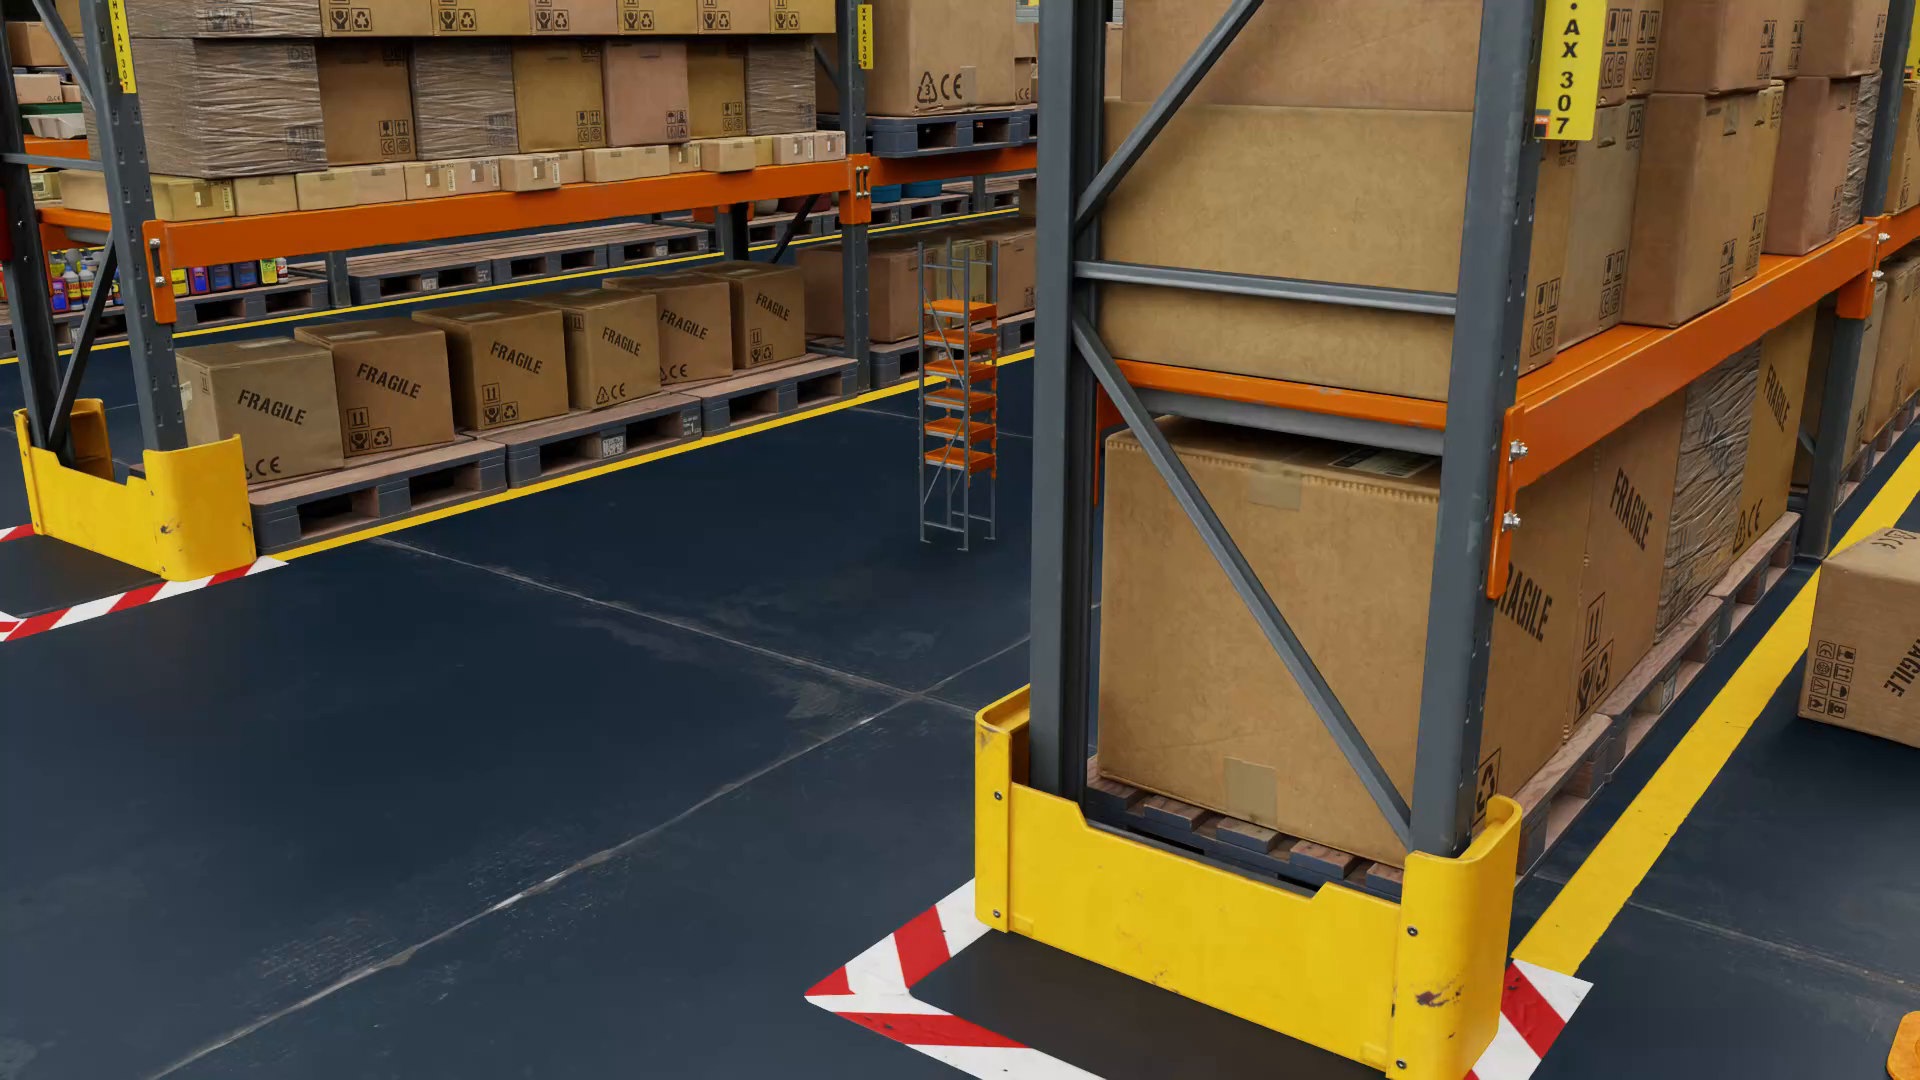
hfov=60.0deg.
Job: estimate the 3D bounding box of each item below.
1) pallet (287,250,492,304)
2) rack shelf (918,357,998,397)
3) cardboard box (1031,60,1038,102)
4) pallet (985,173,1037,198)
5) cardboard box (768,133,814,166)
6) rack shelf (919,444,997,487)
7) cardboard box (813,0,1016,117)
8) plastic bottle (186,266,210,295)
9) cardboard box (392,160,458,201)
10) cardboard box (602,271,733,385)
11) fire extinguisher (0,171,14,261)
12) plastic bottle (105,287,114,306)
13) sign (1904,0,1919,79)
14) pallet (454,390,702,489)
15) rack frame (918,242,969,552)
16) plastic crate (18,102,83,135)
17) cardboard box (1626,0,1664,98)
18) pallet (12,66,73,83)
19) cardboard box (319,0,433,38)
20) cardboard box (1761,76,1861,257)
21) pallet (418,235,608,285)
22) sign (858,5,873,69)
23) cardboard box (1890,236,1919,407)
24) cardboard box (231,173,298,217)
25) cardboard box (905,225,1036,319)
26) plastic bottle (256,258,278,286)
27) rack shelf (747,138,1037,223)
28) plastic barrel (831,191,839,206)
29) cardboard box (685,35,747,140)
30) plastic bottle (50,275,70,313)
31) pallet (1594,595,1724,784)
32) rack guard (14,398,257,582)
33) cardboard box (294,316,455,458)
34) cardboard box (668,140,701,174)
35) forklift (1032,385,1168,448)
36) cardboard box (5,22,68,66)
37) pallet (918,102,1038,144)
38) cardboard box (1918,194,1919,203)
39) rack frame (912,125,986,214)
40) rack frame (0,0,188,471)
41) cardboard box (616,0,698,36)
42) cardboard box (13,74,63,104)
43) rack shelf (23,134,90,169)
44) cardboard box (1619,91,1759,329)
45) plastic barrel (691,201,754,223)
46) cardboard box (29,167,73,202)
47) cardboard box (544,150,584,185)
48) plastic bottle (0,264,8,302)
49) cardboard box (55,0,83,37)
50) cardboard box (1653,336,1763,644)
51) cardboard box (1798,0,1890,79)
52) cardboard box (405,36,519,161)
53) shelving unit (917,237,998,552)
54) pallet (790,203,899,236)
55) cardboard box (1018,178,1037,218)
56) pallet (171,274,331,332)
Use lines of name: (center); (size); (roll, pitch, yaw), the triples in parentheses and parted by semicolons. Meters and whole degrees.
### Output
pallet: (-4.486, -2.084, 13.098); (1.003, 0.211, 1.213); (12, 21, 35)
rack shelf: (-0.009, -0.642, 6.532); (0.258, 0.103, 0.180); (12, 21, 35)
cardboard box: (0.661, -2.991, 10.835); (0.396, 0.266, 0.258); (12, 21, 33)
pallet: (0.977, -4.269, 20.135); (1.003, 0.211, 1.213); (12, 21, 35)
cardboard box: (-0.994, -2.065, 8.761); (0.380, 0.149, 0.250); (12, 21, 35)
rack shelf: (-0.009, -0.298, 6.639); (0.258, 0.103, 0.180); (12, 21, 35)
cardboard box: (-0.360, -2.998, 9.620); (1.000, 1.000, 1.000); (13, 21, 35)
plastic bottle: (-5.253, -1.838, 11.444); (0.061, 0.283, 0.133); (14, 22, 38)
cardboard box: (-2.355, -1.534, 7.050); (0.380, 0.149, 0.250); (12, 21, 35)
cardboard box: (-1.551, -1.127, 8.823); (0.500, 0.500, 0.500); (-12, 21, -33)
fire extinguisher: (-3.767, -1.411, 6.360); (0.296, 0.674, 0.183); (12, 21, 35)
plastic bottle: (-5.653, -1.649, 10.971); (0.097, 0.201, 0.097); (0, 17, 0)
sign: (3.424, -1.799, 5.887); (0.100, 0.325, 0.005); (12, 21, 35)
pallet: (-2.044, -0.557, 8.181); (1.003, 0.211, 1.213); (12, 21, 35)
rack frame: (-0.063, -0.548, 6.485); (0.240, 1.200, 0.006); (12, 21, 35)
plastic crate: (-5.959, -2.847, 11.211); (0.450, 0.188, 0.662); (12, 21, 35)
cardboard box: (1.100, -1.309, 3.829); (0.875, 0.550, 0.550); (12, 21, 35)
pallet: (-10.835, -5.645, 20.187); (1.213, 0.211, 1.003); (12, 21, 35)
cardboard box: (-2.479, -2.262, 6.613); (0.500, 0.500, 0.500); (12, 21, 35)
cardboard box: (2.458, -1.293, 5.595); (0.875, 0.550, 0.550); (12, 21, 35)
pallet: (-3.760, -2.376, 14.038); (1.003, 0.211, 1.213); (12, 21, 35)
sign: (-0.505, -2.666, 8.811); (0.100, 0.325, 0.005); (12, 21, 35)
cardboard box: (4.408, -1.187, 8.593); (1.050, 0.750, 0.750); (13, 21, 36)
cardboard box: (-2.803, -1.356, 6.475); (0.380, 0.149, 0.250); (12, 21, 35)
cardboard box: (0.070, -1.749, 10.791); (0.700, 0.500, 0.500); (10, 20, 30)
plastic bottle: (-4.945, -1.962, 11.841); (0.061, 0.283, 0.133); (14, 22, 37)
rack shelf: (0.246, -2.479, 10.883); (1.077, 0.370, 4.000); (12, 21, 35)
plastic barrel: (-1.324, -3.726, 17.170); (0.421, 0.512, 0.421); (0, 17, 0)
cardboard box: (-1.589, -2.327, 8.510); (0.875, 0.500, 0.500); (12, 21, 35)
plastic bottle: (-5.826, -1.609, 10.707); (0.061, 0.283, 0.133); (13, 21, 36)
pallet: (1.735, 0.345, 5.277); (1.003, 0.211, 1.213); (12, 21, 35)
rack guard: (-3.283, -0.218, 6.603); (1.175, 0.500, 0.348); (12, 21, 35)
cardboard box: (-2.615, -0.695, 7.430); (0.500, 0.500, 0.500); (-13, 22, -36)
cardboard box: (-1.505, -1.901, 8.231); (0.380, 0.149, 0.250); (12, 21, 35)
forklift: (1.564, -2.133, 8.671); (1.130, 2.935, 3.031); (11, 20, 31)
cardboard box: (-11.079, -5.931, 19.875); (0.700, 0.500, 0.500); (10, 20, 30)
pallet: (0.291, -2.729, 10.797); (1.003, 0.211, 1.213); (12, 21, 35)
cardboard box: (3.808, -1.692, 6.965); (0.500, 0.500, 0.500); (13, 21, 35)
rack frame: (-0.156, -5.127, 18.196); (1.000, 3.000, 0.127); (12, 21, 35)
rack frame: (-3.329, -1.394, 6.174); (1.000, 3.000, 0.127); (12, 21, 35)
cardboard box: (-1.588, -2.620, 7.766); (0.500, 0.500, 0.500); (12, 21, 35)
cardboard box: (-8.641, -4.151, 15.307); (0.500, 0.250, 0.500); (14, 22, 38)
rack shelf: (-6.115, -2.402, 10.633); (1.077, 0.370, 4.000); (12, 21, 35)
cardboard box: (1.524, -0.907, 4.355); (0.875, 0.550, 0.550); (12, 21, 35)
plastic barrel: (-2.262, -3.458, 15.773); (0.600, 0.830, 0.708); (12, 21, 35)
cardboard box: (-8.453, -3.308, 15.319); (0.500, 0.311, 0.500); (13, 21, 35)
cardboard box: (-1.953, -1.723, 7.657); (0.380, 0.149, 0.250); (12, 21, 35)
plastic bottle: (-6.392, -1.748, 11.167); (0.152, 0.276, 0.135); (13, 21, 35)
cardboard box: (-3.199, -2.236, 6.529); (0.500, 0.500, 0.500); (12, 21, 35)
cardboard box: (2.013, -0.279, 5.459); (0.875, 0.875, 0.875); (13, 21, 35)
cardboard box: (2.496, -1.800, 5.408); (0.875, 0.550, 0.550); (12, 21, 35)
cardboard box: (-2.445, -1.961, 7.332); (0.875, 0.500, 0.500); (12, 21, 35)
shelving unit: (-0.009, -0.570, 6.555); (0.258, 1.200, 0.189); (12, 21, 35)
pallet: (-1.376, -3.327, 17.102); (1.003, 0.211, 1.213); (12, 21, 35)
cardboard box: (0.755, -2.381, 11.561); (0.500, 0.250, 0.500); (16, 23, 41)
pallet: (-5.357, -1.737, 11.983); (1.003, 0.211, 1.213); (12, 21, 35)
